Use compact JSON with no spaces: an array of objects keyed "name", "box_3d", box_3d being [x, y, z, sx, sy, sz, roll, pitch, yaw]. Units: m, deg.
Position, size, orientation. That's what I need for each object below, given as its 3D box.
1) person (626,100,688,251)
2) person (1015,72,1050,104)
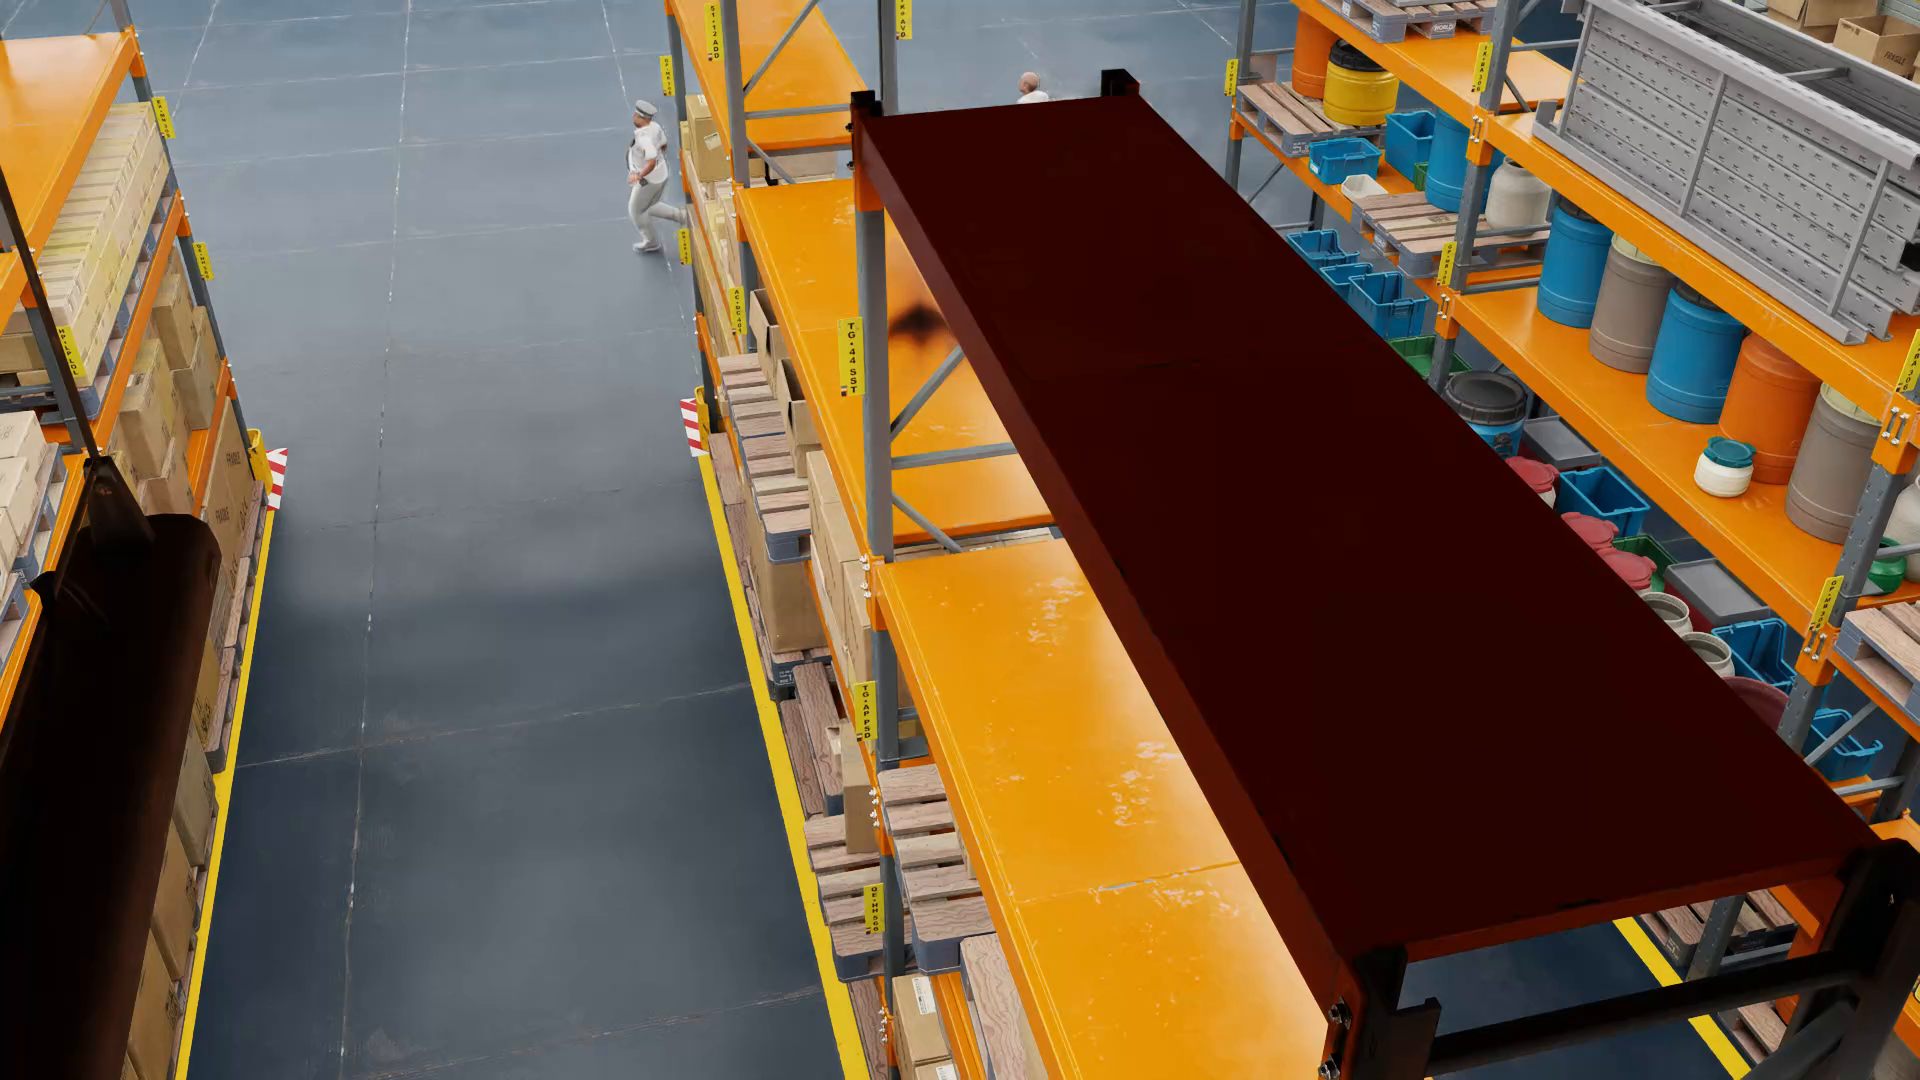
[{"name":"person","box_3d":[-3.386,-4.013,18.441,0.691,1.748,0.648,4,35,6]},{"name":"person","box_3d":[0.804,-4.467,19.062,0.923,1.783,0.699,10,36,15]}]
